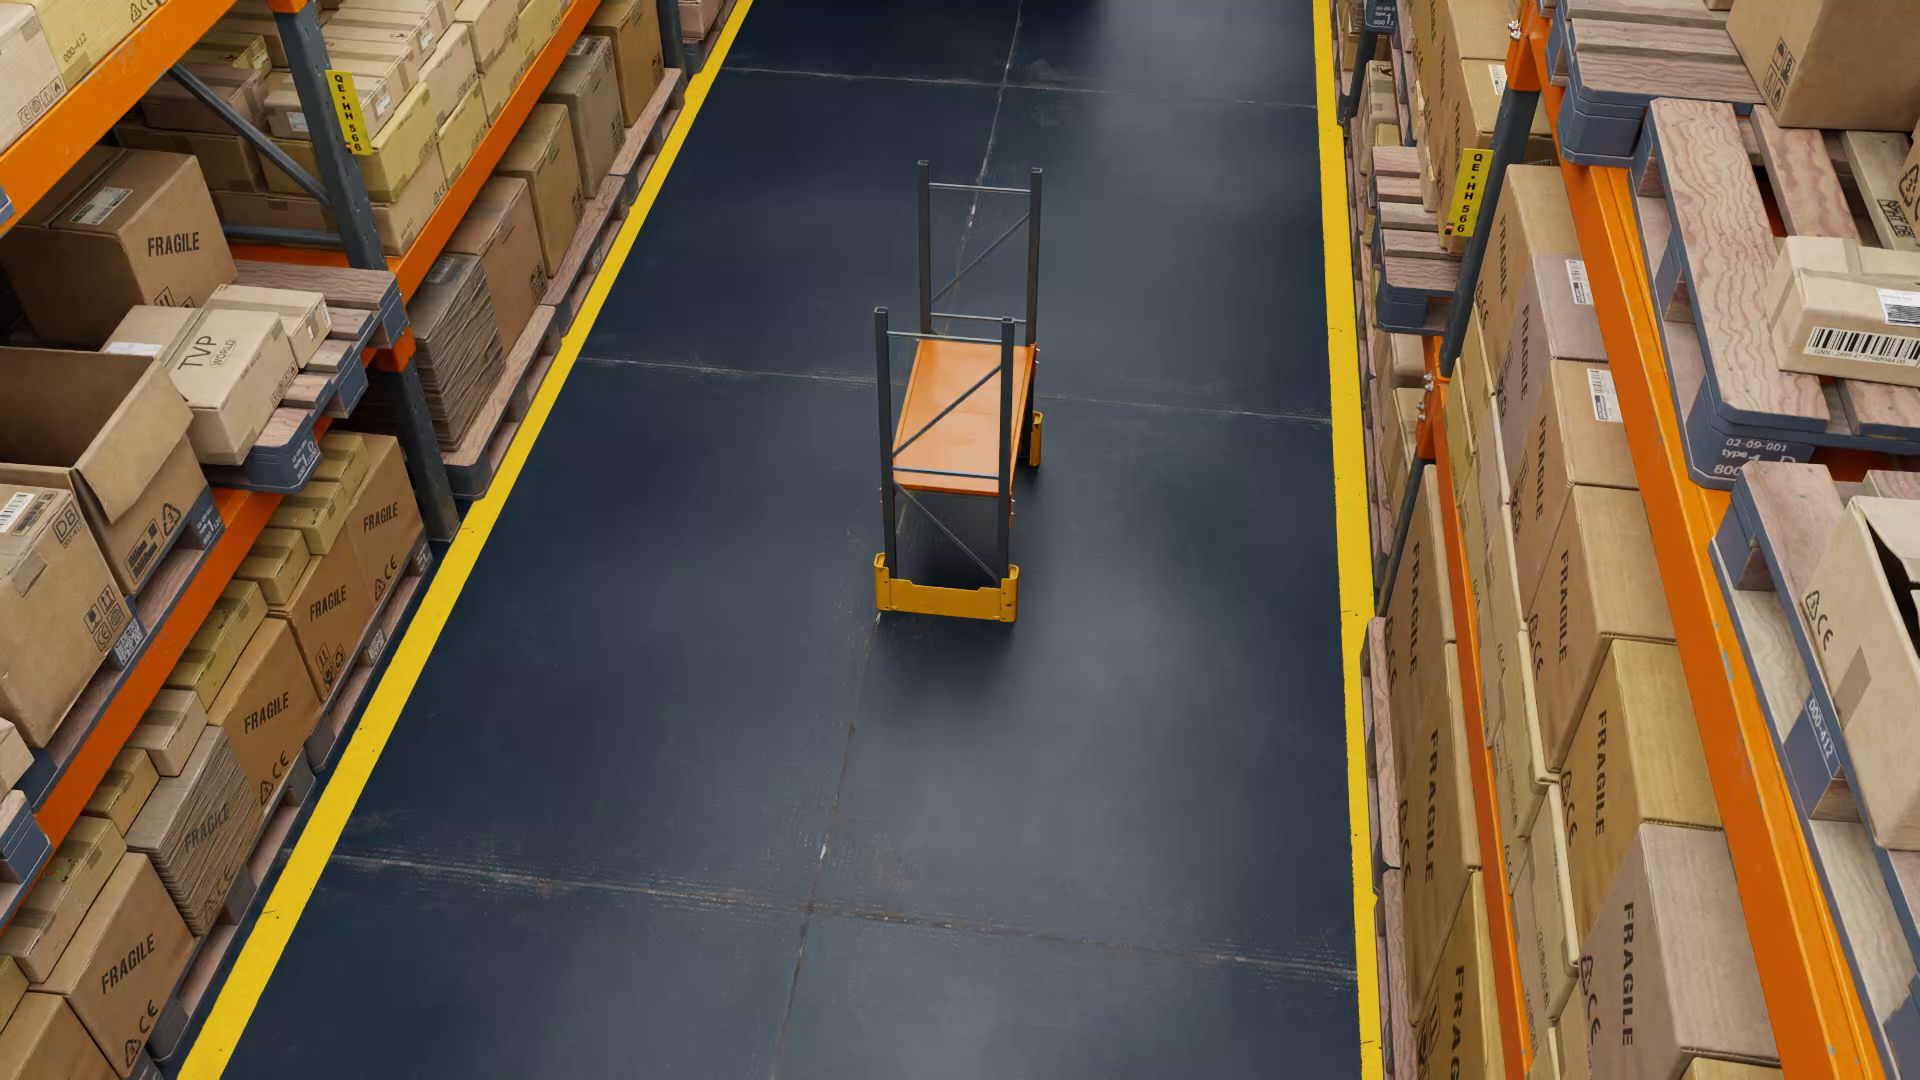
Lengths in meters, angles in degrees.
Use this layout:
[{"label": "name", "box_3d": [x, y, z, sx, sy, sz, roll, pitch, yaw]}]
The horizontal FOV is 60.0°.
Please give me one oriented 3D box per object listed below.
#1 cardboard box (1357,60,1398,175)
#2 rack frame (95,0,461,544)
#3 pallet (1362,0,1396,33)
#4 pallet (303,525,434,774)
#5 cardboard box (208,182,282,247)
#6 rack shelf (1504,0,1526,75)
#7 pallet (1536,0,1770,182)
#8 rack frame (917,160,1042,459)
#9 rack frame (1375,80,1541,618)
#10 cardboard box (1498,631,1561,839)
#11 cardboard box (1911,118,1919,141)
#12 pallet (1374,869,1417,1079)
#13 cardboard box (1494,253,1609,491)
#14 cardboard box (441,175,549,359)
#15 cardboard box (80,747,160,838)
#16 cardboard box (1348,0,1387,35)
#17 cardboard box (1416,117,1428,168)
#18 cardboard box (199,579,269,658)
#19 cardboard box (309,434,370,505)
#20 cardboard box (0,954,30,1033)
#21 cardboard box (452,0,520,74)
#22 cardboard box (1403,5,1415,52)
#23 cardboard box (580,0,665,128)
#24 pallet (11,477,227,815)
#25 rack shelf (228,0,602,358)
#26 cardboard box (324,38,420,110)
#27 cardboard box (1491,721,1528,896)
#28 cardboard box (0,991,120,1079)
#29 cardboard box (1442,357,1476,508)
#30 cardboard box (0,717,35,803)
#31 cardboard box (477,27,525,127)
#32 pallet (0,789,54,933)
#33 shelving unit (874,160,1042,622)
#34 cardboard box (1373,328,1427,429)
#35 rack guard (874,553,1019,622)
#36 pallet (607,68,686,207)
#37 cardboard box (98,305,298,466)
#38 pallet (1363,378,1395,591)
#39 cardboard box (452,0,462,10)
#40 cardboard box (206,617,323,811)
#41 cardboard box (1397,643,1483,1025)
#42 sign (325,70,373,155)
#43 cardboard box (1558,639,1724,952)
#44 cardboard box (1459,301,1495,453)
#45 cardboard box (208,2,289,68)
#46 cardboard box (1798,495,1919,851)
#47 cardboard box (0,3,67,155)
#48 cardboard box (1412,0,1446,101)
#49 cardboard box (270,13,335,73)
[{"label": "cardboard box", "box_3d": [2.684, -2.276, 9.078, 0.950, 0.372, 0.625, 6, 44, 6]}, {"label": "rack frame", "box_3d": [-2.699, -1.158, 6.292, 1.000, 3.000, 0.127, 5, 44, 6]}, {"label": "pallet", "box_3d": [2.506, -2.858, 8.227, 1.003, 0.211, 1.213, 5, 44, 6]}, {"label": "pallet", "box_3d": [-2.835, 0.360, 6.717, 1.003, 0.211, 1.213, 5, 44, 6]}, {"label": "cardboard box", "box_3d": [-2.893, -1.433, 6.691, 0.500, 0.250, 0.500, 4, 44, 5]}, {"label": "rack shelf", "box_3d": [2.486, -2.901, 6.473, 1.077, 0.370, 4.000, 5, 44, 6]}, {"label": "pallet", "box_3d": [2.189, -1.287, 4.383, 1.213, 0.211, 1.003, 7, 44, 7]}, {"label": "rack frame", "box_3d": [0.078, -0.949, 7.162, 0.500, 1.500, 0.032, 5, 44, 6]}, {"label": "rack frame", "box_3d": [2.222, -0.710, 5.818, 1.000, 3.000, 0.127, 5, 44, 6]}, {"label": "cardboard box", "box_3d": [1.682, 0.521, 4.263, 0.500, 0.250, 0.500, 6, 44, 6]}, {"label": "cardboard box", "box_3d": [2.387, -0.932, 3.663, 0.396, 0.266, 0.258, 4, 44, 4]}, {"label": "pallet", "box_3d": [1.879, 1.662, 5.341, 1.003, 0.211, 1.213, 5, 44, 6]}, {"label": "cardboard box", "box_3d": [1.858, -0.456, 4.750, 0.500, 0.500, 0.500, 5, 44, 6]}, {"label": "cardboard box", "box_3d": [-2.524, -1.318, 7.882, 0.875, 0.625, 0.625, 7, 44, 7]}, {"label": "cardboard box", "box_3d": [-2.799, 0.785, 5.280, 0.380, 0.149, 0.250, 5, 44, 6]}, {"label": "cardboard box", "box_3d": [2.563, -3.290, 9.692, 0.500, 0.500, 0.500, 5, 44, 5]}, {"label": "cardboard box", "box_3d": [2.026, -1.552, 6.584, 0.380, 0.149, 0.250, 3, 44, 4]}, {"label": "cardboard box", "box_3d": [-2.677, 0.261, 5.834, 0.380, 0.149, 0.250, 6, 44, 7]}, {"label": "cardboard box", "box_3d": [-2.513, -0.279, 6.404, 0.380, 0.149, 0.250, 3, 44, 3]}, {"label": "cardboard box", "box_3d": [-2.911, 1.307, 4.728, 0.380, 0.149, 0.250, 5, 44, 5]}, {"label": "cardboard box", "box_3d": [-2.243, -2.262, 7.203, 0.500, 0.250, 0.500, 4, 44, 4]}, {"label": "cardboard box", "box_3d": [2.165, -2.263, 7.336, 0.380, 0.149, 0.250, 7, 44, 7]}, {"label": "cardboard box", "box_3d": [-2.228, -2.818, 9.466, 0.875, 0.625, 0.625, 7, 44, 7]}, {"label": "pallet", "box_3d": [-2.951, 0.237, 4.957, 1.003, 0.211, 1.213, 5, 44, 6]}, {"label": "rack shelf", "box_3d": [-2.434, -2.260, 7.979, 1.077, 0.370, 4.000, 5, 44, 6]}, {"label": "cardboard box", "box_3d": [-2.331, -1.803, 6.428, 0.380, 0.149, 0.250, 6, 44, 6]}, {"label": "cardboard box", "box_3d": [1.721, 0.701, 4.437, 0.500, 0.250, 0.500, 5, 44, 6]}, {"label": "cardboard box", "box_3d": [-2.880, 1.650, 4.838, 0.500, 0.500, 0.500, 5, 44, 5]}, {"label": "cardboard box", "box_3d": [1.908, -0.345, 5.541, 0.500, 0.250, 0.500, 5, 44, 5]}, {"label": "cardboard box", "box_3d": [-2.663, 0.552, 4.278, 0.396, 0.266, 0.258, 7, 44, 8]}, {"label": "cardboard box", "box_3d": [-2.265, -2.078, 7.372, 0.500, 0.250, 0.500, 4, 44, 4]}, {"label": "pallet", "box_3d": [-3.014, 1.103, 4.043, 1.003, 0.211, 1.213, 5, 44, 6]}, {"label": "shelving unit", "box_3d": [0.010, -0.597, 6.789, 0.587, 1.500, 1.083, 5, 44, 6]}, {"label": "cardboard box", "box_3d": [2.396, -0.796, 7.515, 0.950, 0.372, 0.625, 4, 44, 5]}, {"label": "rack guard", "box_3d": [-0.056, 0.197, 6.860, 0.587, 0.250, 0.087, 5, 44, 6]}, {"label": "pallet", "box_3d": [-2.229, -2.366, 9.595, 1.003, 0.211, 1.213, 5, 44, 6]}, {"label": "cardboard box", "box_3d": [-2.517, -0.508, 5.408, 0.500, 0.250, 0.500, 3, 44, 4]}, {"label": "pallet", "box_3d": [2.327, -0.230, 7.339, 1.003, 0.211, 1.213, 5, 44, 6]}, {"label": "cardboard box", "box_3d": [-2.296, -2.333, 6.988, 0.380, 0.149, 0.250, 6, 44, 6]}, {"label": "cardboard box", "box_3d": [-2.685, 0.602, 5.946, 0.500, 0.500, 0.500, 7, 44, 7]}, {"label": "cardboard box", "box_3d": [1.926, 0.980, 5.273, 0.875, 0.875, 0.875, 6, 44, 6]}, {"label": "sign", "box_3d": [-2.160, -1.507, 5.876, 0.100, 0.325, 0.005, 5, 44, 6]}, {"label": "cardboard box", "box_3d": [1.651, 0.593, 3.642, 0.500, 0.500, 0.500, 6, 44, 7]}, {"label": "cardboard box", "box_3d": [1.910, -0.514, 5.357, 0.500, 0.250, 0.500, 5, 44, 5]}, {"label": "cardboard box", "box_3d": [-2.838, -2.030, 6.667, 0.380, 0.149, 0.250, 5, 44, 5]}, {"label": "cardboard box", "box_3d": [1.601, 0.187, 2.448, 0.500, 0.311, 0.500, 5, 44, 6]}, {"label": "cardboard box", "box_3d": [-2.658, -1.138, 4.197, 0.500, 0.250, 0.500, 5, 44, 6]}, {"label": "cardboard box", "box_3d": [2.130, -2.039, 6.627, 0.500, 0.500, 0.500, 3, 43, 3]}, {"label": "cardboard box", "box_3d": [-2.849, -1.965, 6.890, 0.500, 0.250, 0.500, 6, 44, 6]}]
